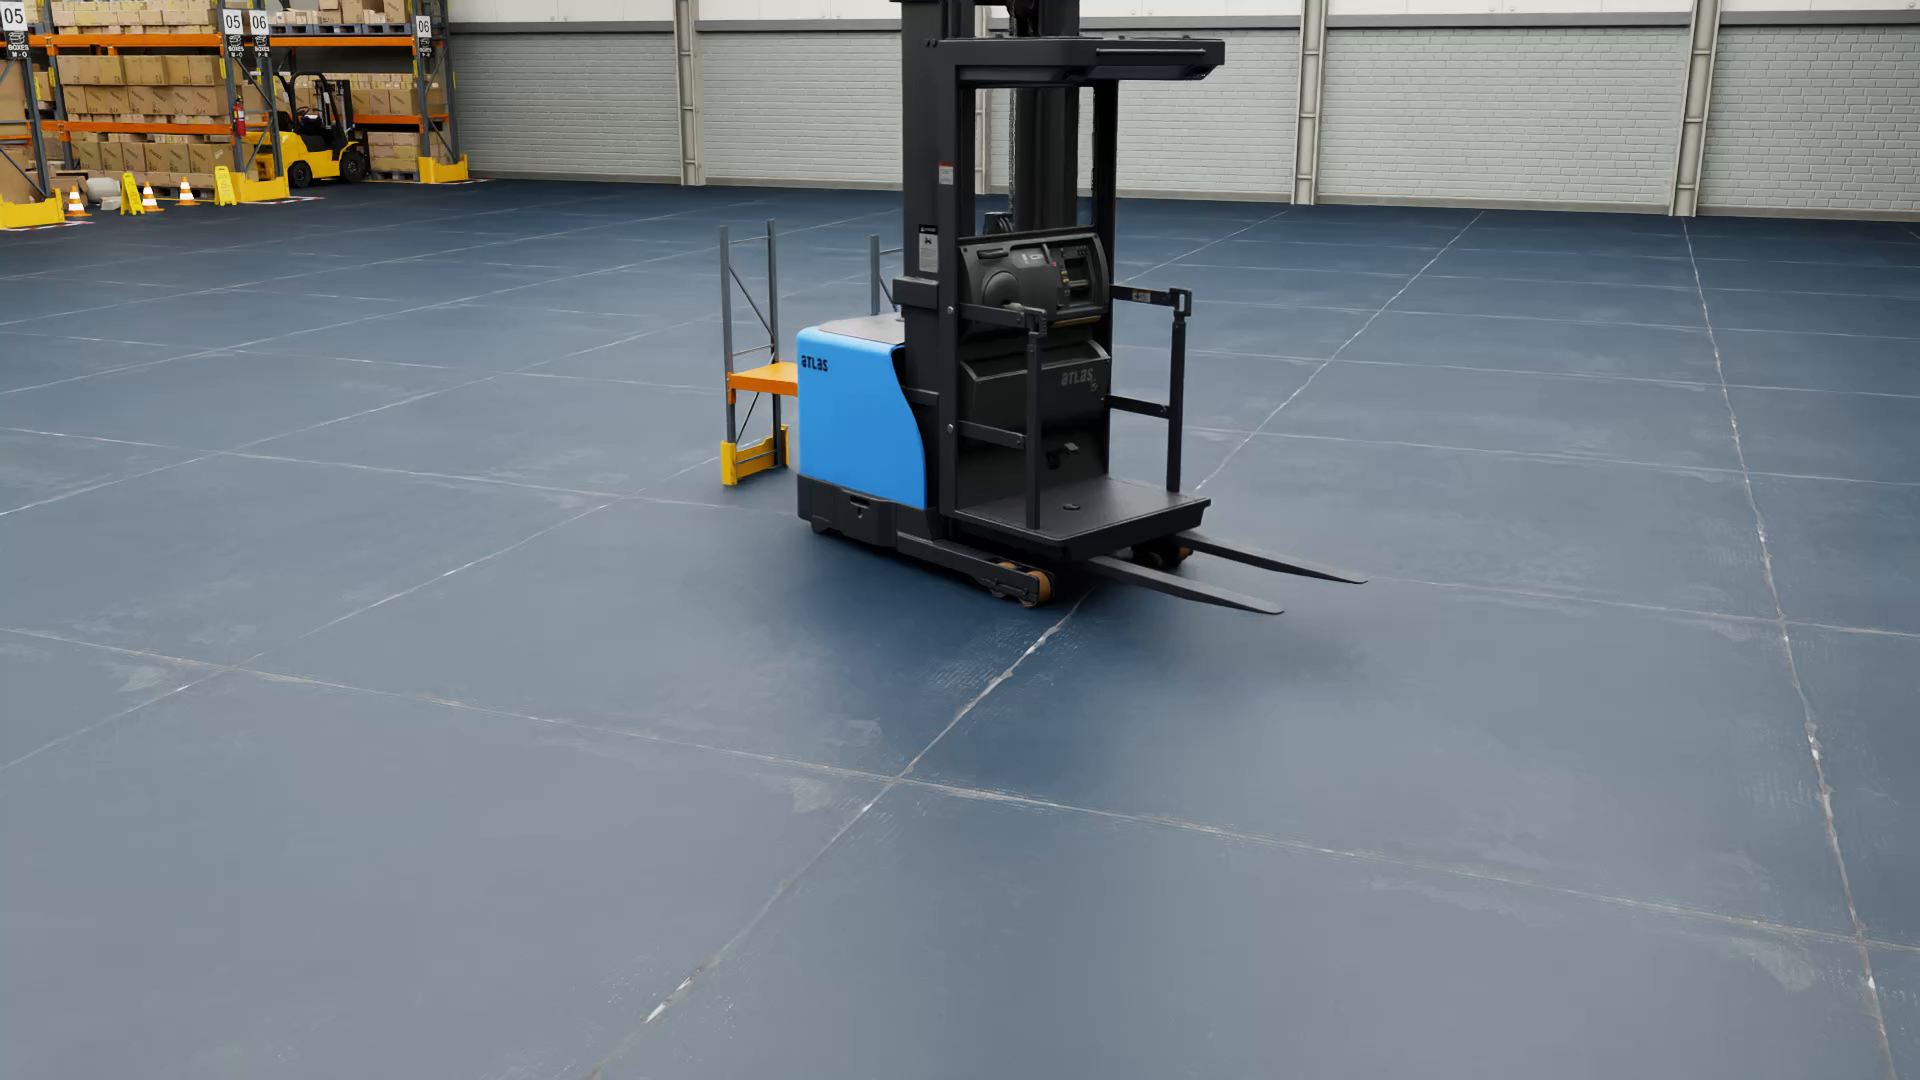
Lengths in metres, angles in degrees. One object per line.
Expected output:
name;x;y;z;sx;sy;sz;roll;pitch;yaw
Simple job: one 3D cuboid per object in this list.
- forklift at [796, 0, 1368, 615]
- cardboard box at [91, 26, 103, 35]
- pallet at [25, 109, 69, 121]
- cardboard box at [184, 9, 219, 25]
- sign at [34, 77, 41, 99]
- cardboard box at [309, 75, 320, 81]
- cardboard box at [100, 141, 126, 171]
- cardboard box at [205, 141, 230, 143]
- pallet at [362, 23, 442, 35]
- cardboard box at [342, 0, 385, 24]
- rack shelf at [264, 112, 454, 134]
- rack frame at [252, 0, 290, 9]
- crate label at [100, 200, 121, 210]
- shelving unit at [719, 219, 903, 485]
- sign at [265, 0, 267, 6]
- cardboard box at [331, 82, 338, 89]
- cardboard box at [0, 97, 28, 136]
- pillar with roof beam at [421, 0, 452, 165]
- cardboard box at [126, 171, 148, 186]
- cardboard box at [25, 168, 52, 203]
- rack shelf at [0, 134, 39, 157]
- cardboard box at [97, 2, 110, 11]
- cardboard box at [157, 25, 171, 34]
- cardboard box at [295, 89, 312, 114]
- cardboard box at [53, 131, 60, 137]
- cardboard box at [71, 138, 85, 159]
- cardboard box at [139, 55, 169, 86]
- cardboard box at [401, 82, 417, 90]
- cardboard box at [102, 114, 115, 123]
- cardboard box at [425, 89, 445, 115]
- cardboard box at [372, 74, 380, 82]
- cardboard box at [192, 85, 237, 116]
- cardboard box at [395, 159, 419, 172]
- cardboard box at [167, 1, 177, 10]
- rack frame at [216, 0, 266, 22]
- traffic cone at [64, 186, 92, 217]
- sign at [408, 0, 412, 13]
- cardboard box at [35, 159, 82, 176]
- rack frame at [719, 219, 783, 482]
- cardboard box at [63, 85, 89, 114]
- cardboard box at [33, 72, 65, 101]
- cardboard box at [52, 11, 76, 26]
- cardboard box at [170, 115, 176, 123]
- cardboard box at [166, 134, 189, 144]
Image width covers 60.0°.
forklift;0.509;-1.262;7.762;1.130;2.935;3.031;-15;22;-41
cardboard box;-15.144;-9.029;29.465;0.250;0.149;0.380;7;18;22
pallet;-16.714;-7.902;30.857;1.213;0.211;1.003;6;17;21
cardboard box;-12.910;-8.963;28.523;0.500;0.250;0.500;6;17;20
sign;-13.848;-6.772;24.926;0.005;0.325;0.100;6;17;21
cardboard box;-13.080;-9.459;34.001;0.250;0.149;0.380;6;17;20
cardboard box;-15.104;-6.938;30.024;0.500;0.500;0.500;7;18;23
cardboard box;-13.494;-6.919;29.961;0.500;0.500;0.500;6;17;19
pallet;-11.165;-10.234;33.324;1.213;0.211;1.003;6;17;21
cardboard box;-11.934;-10.608;33.341;0.500;0.500;0.700;6;17;21
rack shelf;-12.378;-8.616;34.263;4.000;0.370;1.077;6;17;21
rack frame;-14.238;-12.047;34.031;0.127;3.000;1.000;6;17;21
crate label;-14.053;-5.546;27.530;0.298;0.136;0.250;-2;16;-8
shelving unit;-0.796;-1.048;9.594;1.083;1.500;0.587;9;18;28
sign;-12.136;-9.470;28.966;0.005;0.325;0.100;6;17;21
cardboard box;-12.607;-9.261;33.853;0.250;0.149;0.380;6;17;19
cardboard box;-14.419;-6.273;24.633;0.550;0.550;0.875;6;17;21
pillar with roof beam;-12.414;-10.826;29.826;0.400;9.000;9.100;6;17;21
cardboard box;-14.611;-6.524;29.944;0.500;0.250;0.500;6;17;20
cardboard box;-15.771;-5.952;28.030;0.503;0.637;0.797;6;17;21
rack shelf;-15.918;-6.034;25.369;4.000;0.370;1.077;6;17;21
cardboard box;-14.904;-9.370;29.209;0.250;0.149;0.380;6;17;19
cardboard box;-13.708;-8.862;28.891;0.250;0.149;0.380;6;17;20
cardboard box;-13.431;-9.052;34.295;0.500;0.500;0.500;7;17;22
cardboard box;-19.945;-9.054;37.048;0.250;0.149;0.380;6;17;21
cardboard box;-19.381;-8.671;36.891;0.500;0.500;0.500;7;18;23
cardboard box;-13.871;-8.215;29.085;0.500;0.500;0.700;6;17;20
cardboard box;-10.942;-9.079;33.225;0.250;0.149;0.380;7;17;21
cardboard box;-15.151;-7.576;29.841;0.250;0.149;0.380;7;18;22
cardboard box;-10.876;-8.928;33.866;0.500;0.500;0.500;7;18;22
cardboard box;-11.626;-9.323;33.531;0.250;0.149;0.380;6;17;21
cardboard box;-12.941;-7.644;28.911;0.500;0.500;0.500;6;17;20
cardboard box;-11.070;-7.604;33.666;0.500;0.250;0.500;6;17;21
cardboard box;-13.445;-9.227;28.717;0.250;0.149;0.380;6;17;21
rack frame;-12.335;-10.350;28.185;0.127;3.000;1.000;6;17;21
traffic cone;-14.030;-5.379;26.373;0.334;0.463;0.336;6;17;21
sign;-10.729;-10.445;32.447;0.005;0.325;0.100;6;17;21
cardboard box;-16.545;-6.871;30.922;0.625;0.372;0.950;7;17;21
rack frame;-1.230;-1.117;9.831;0.032;1.500;0.500;9;18;28
cardboard box;-15.749;-7.952;29.972;0.500;0.500;0.500;6;17;20
cardboard box;-16.570;-8.259;30.275;0.500;0.500;0.500;6;17;20
cardboard box;-15.747;-9.274;29.593;0.500;0.250;0.500;6;17;19
cardboard box;-13.706;-7.441;29.377;0.250;0.149;0.380;7;17;21
cardboard box;-13.775;-7.083;29.362;0.250;0.149;0.380;7;17;22
